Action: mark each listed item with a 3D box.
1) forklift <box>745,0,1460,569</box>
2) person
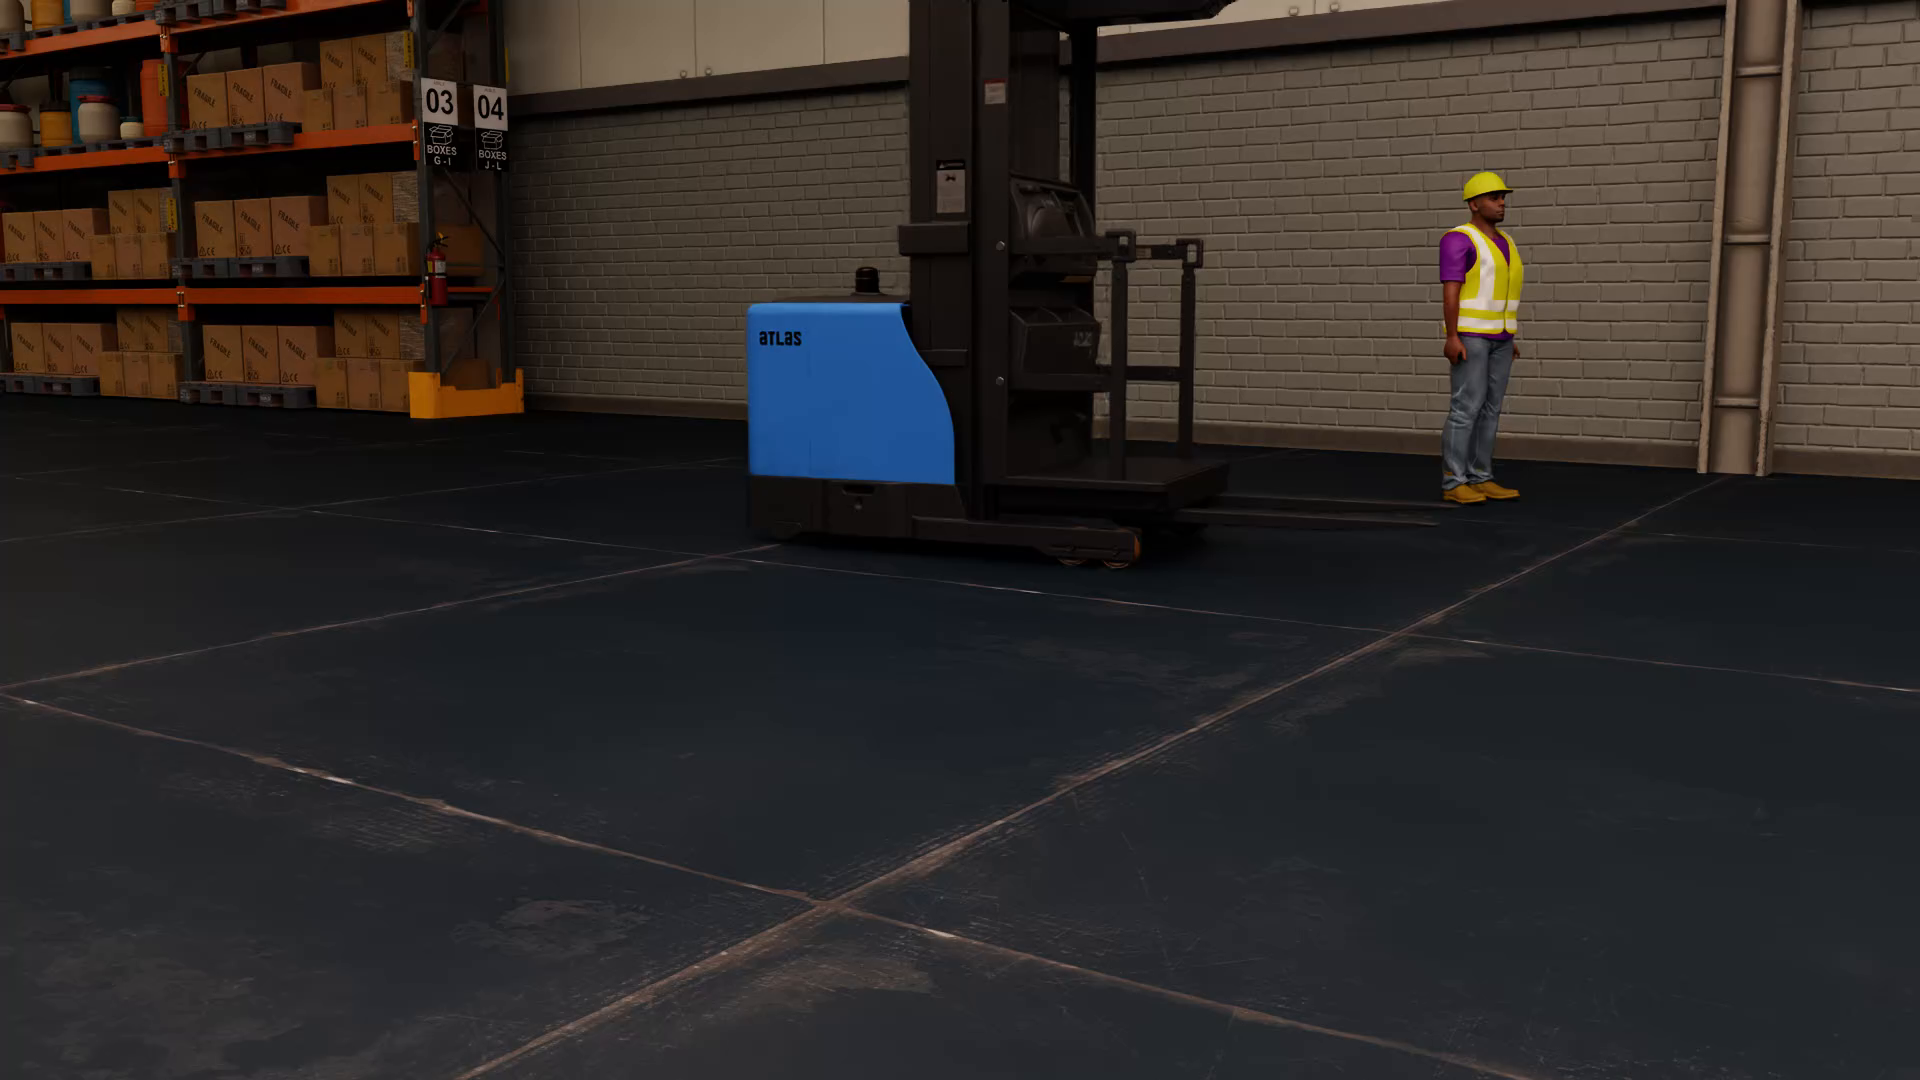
[{"bbox_3d":[0.594,-1.417,7.157,3.031,2.935,1.130,4,9,23],"label":"forklift"},{"bbox_3d":[2.848,-1.094,9.028,0.552,1.771,0.382,-6,10,-38],"label":"person"}]
